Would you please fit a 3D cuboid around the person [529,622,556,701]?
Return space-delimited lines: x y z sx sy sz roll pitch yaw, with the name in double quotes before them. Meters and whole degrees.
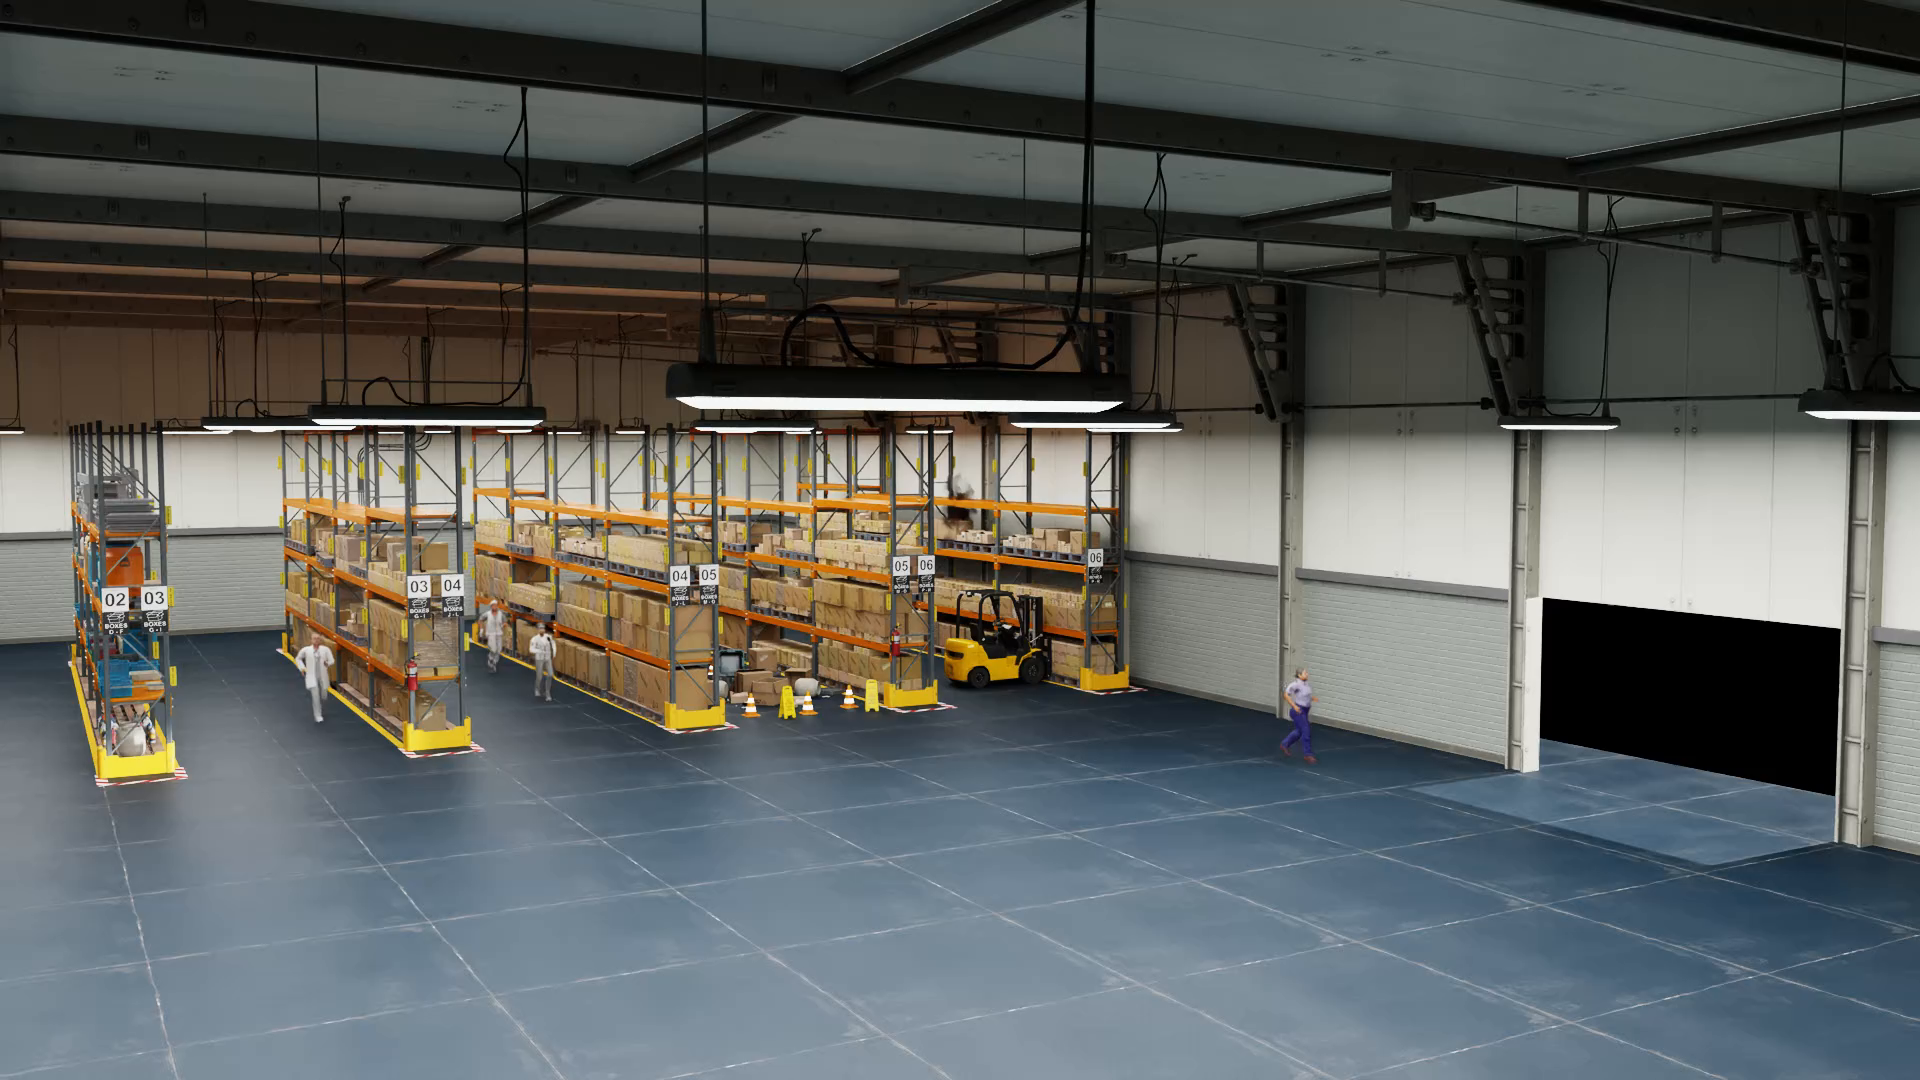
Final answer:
"person" -9.106 2.653 36.348 0.619 1.730 0.739 -2 4 -27

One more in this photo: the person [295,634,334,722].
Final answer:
"person" -12.986 2.765 33.555 0.719 1.752 0.919 -2 4 -33

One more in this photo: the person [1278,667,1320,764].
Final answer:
"person" 6.015 3.090 29.412 0.780 1.658 0.602 2 4 30

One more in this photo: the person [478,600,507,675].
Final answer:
"person" -11.250 2.346 40.193 0.640 1.792 0.705 -2 4 -35
